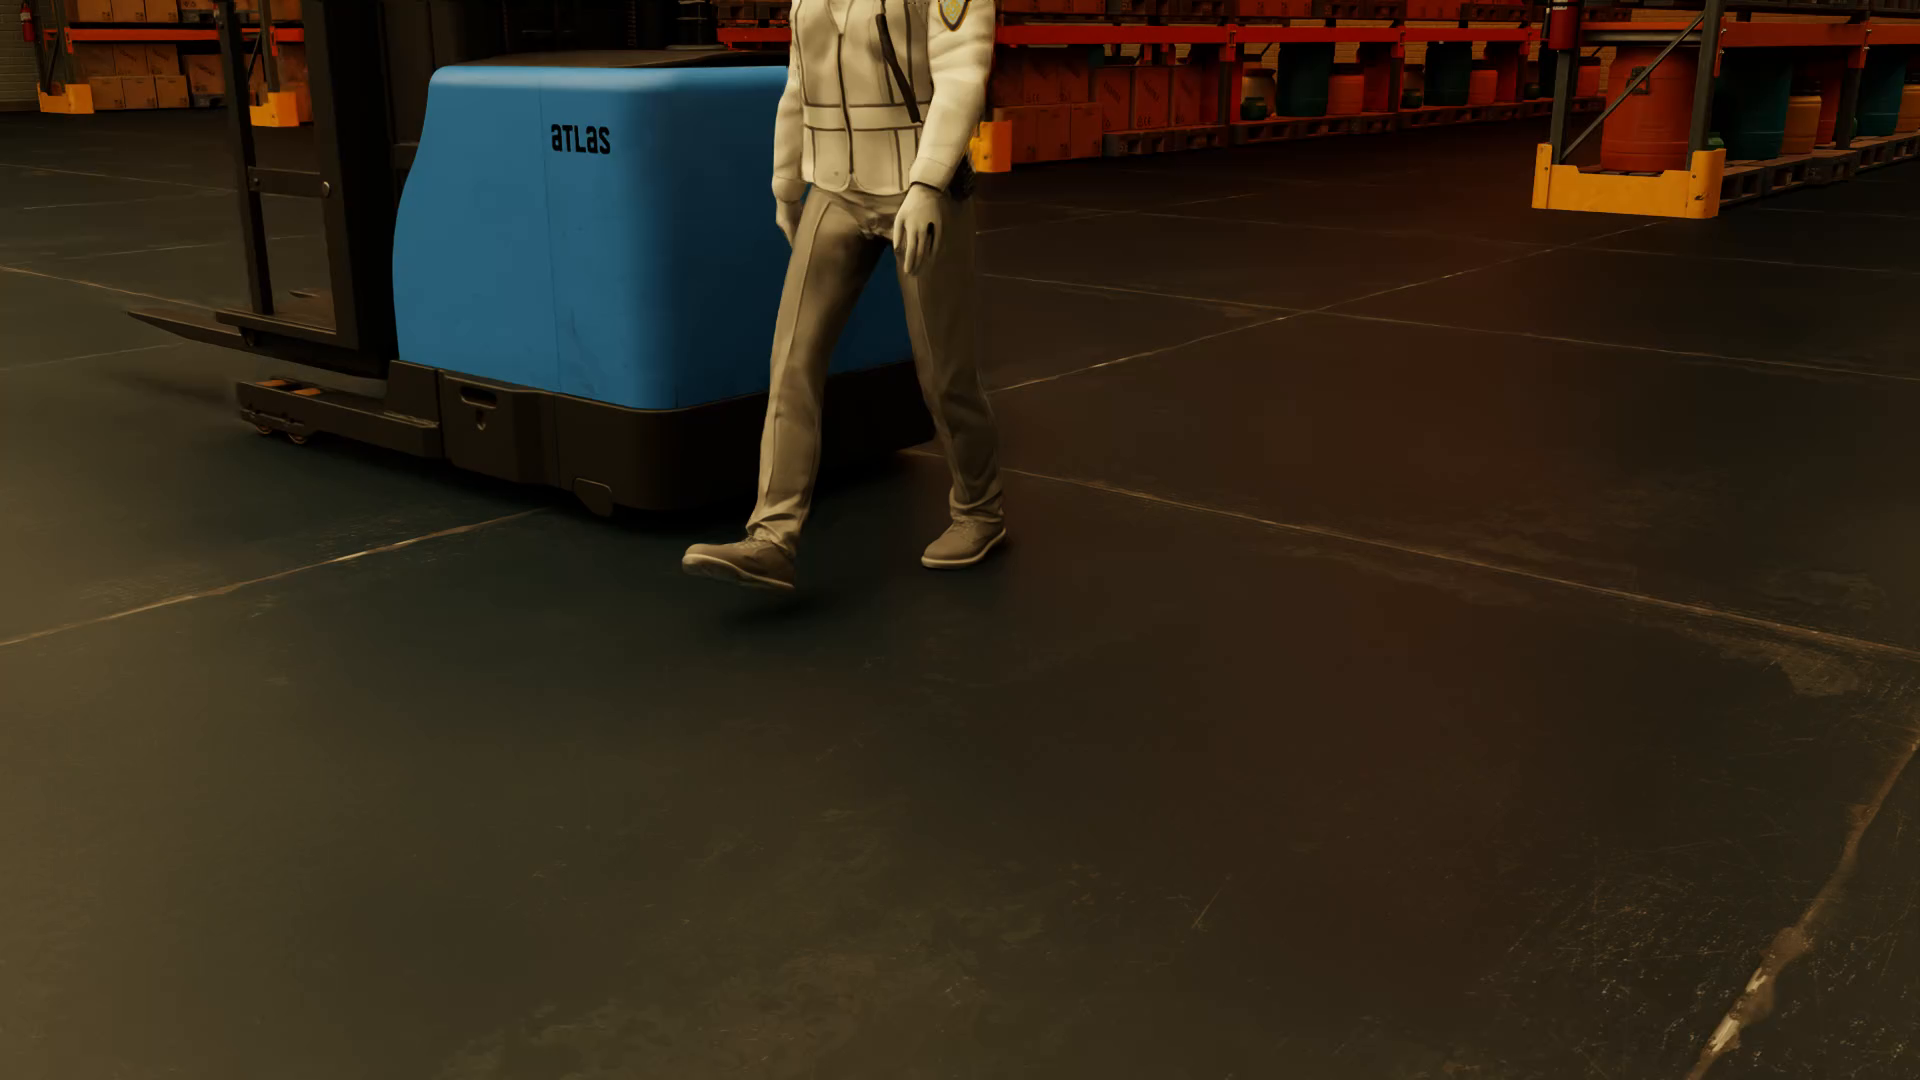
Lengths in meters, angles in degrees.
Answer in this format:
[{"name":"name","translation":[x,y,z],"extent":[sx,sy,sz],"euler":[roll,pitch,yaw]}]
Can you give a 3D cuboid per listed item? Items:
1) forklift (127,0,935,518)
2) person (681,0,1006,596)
[{"name":"forklift","translation":[-1.530,-1.786,4.778],"extent":[3.031,2.935,1.130],"euler":[13,21,37]},{"name":"person","translation":[-0.228,-0.676,3.397],"extent":[0.637,1.618,0.886],"euler":[10,19,29]}]
